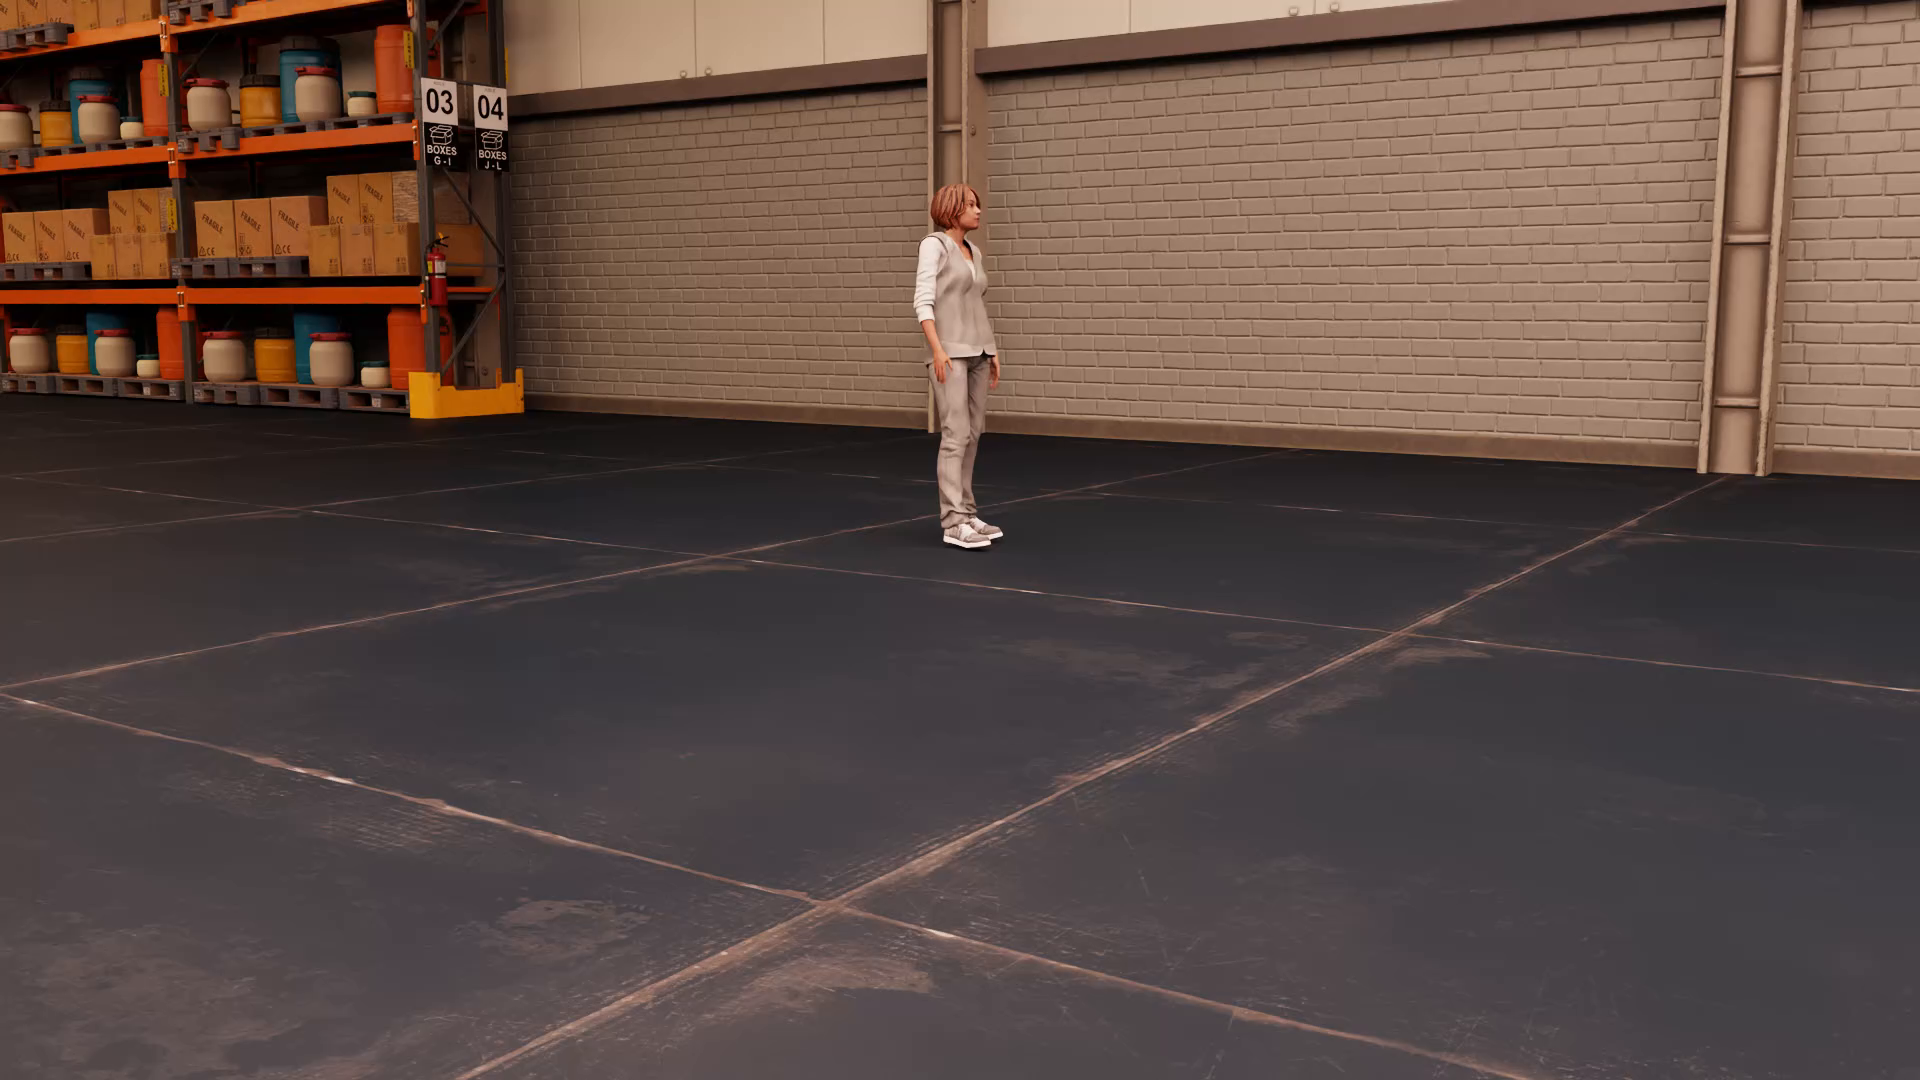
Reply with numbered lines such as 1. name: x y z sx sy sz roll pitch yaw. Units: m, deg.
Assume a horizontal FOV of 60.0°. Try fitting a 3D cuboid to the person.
1. person: 0.053 -0.791 7.438 0.475 1.597 0.520 5 10 34
